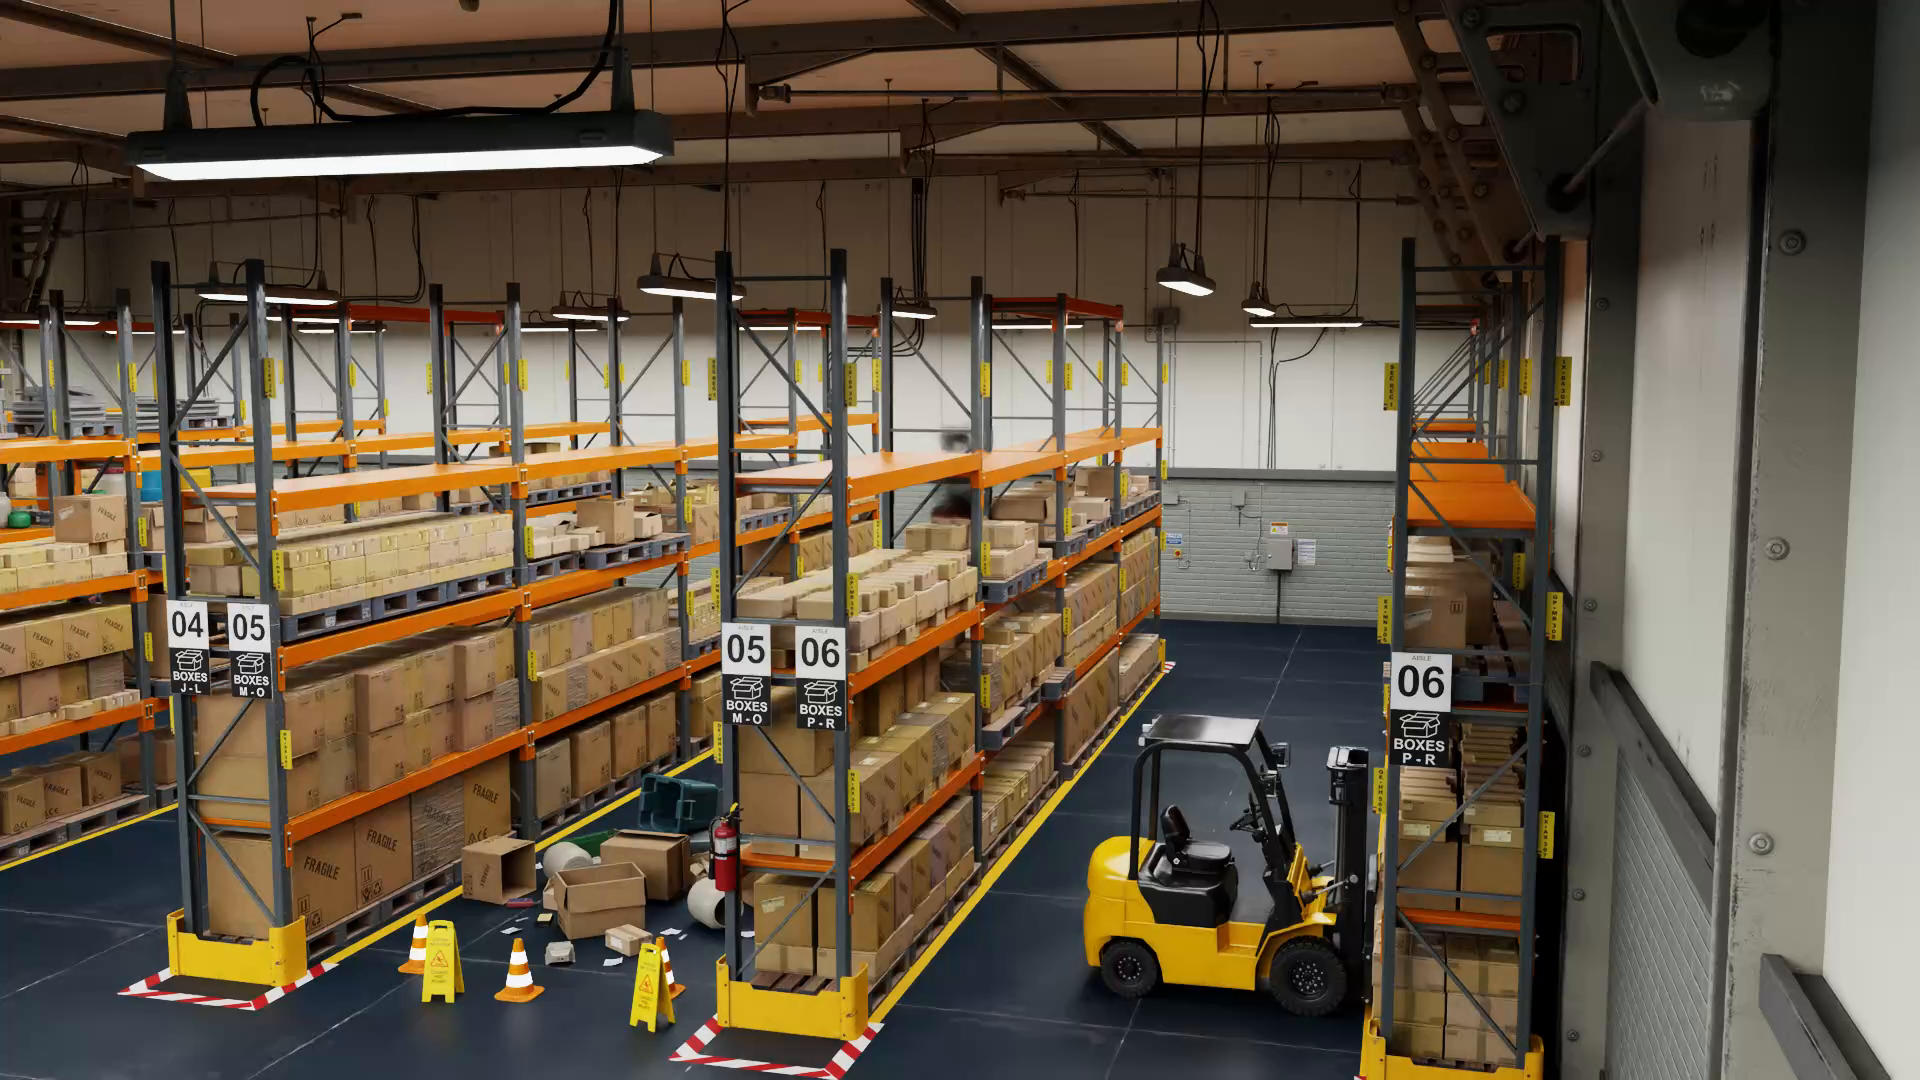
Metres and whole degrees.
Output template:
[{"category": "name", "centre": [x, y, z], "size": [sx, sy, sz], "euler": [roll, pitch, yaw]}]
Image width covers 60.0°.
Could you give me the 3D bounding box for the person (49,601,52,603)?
[{"category": "person", "centre": [-15.343, 1.410, 27.882], "size": [0.616, 1.655, 0.554], "euler": [0, 6, 4]}]
